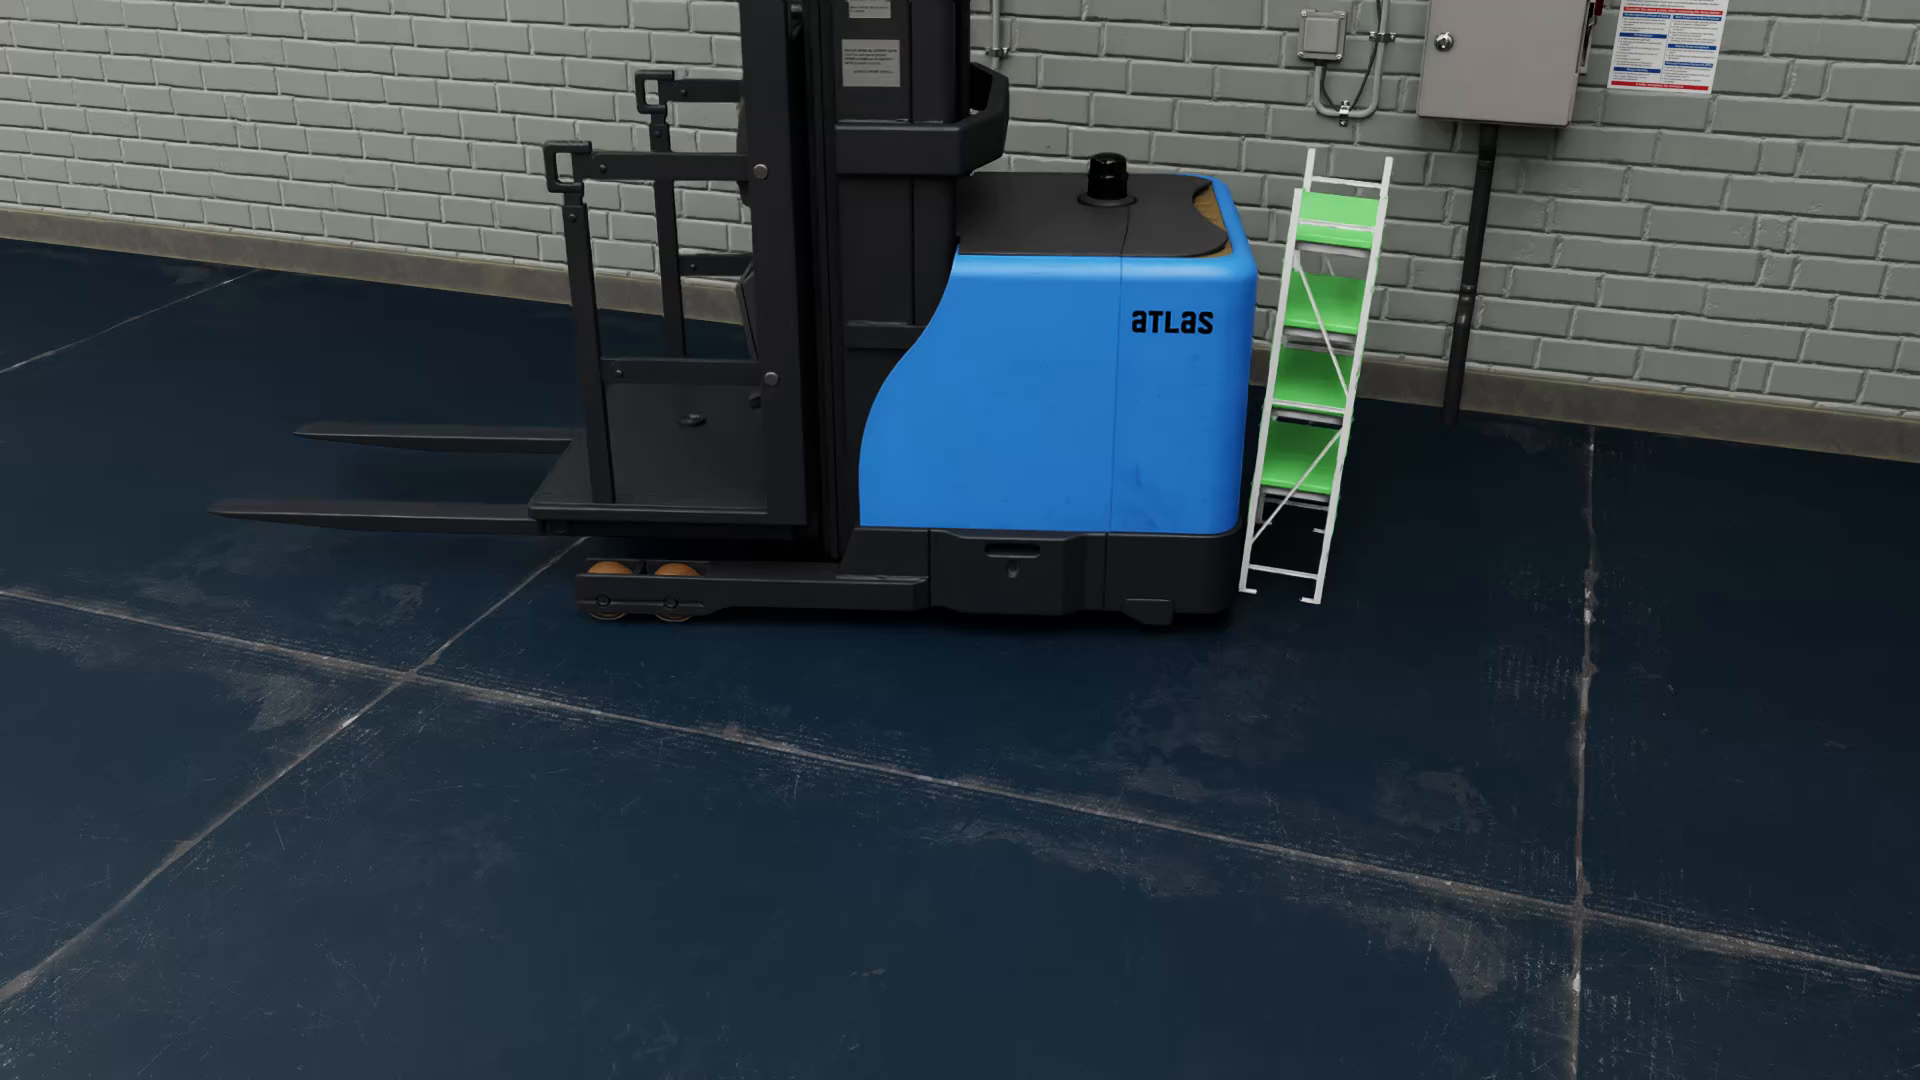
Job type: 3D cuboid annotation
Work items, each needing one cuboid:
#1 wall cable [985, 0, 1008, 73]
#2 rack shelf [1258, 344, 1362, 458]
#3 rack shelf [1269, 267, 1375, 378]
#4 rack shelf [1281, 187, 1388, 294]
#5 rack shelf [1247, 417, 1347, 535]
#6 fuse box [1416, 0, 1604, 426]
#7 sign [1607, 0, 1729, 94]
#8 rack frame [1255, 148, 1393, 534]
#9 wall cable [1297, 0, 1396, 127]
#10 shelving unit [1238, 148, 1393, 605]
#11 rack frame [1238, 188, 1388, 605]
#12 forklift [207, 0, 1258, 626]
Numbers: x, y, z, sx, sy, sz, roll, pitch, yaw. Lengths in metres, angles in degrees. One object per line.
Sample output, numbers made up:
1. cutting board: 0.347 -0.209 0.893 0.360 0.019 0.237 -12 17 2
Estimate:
1. wall cable: -0.110 -2.603 5.983 0.585 1.953 0.123 9 27 17
2. rack shelf: 1.027 -0.415 4.861 0.258 0.148 0.480 9 27 12
3. rack shelf: 1.039 -0.629 4.754 0.258 0.148 0.480 9 27 12
4. rack shelf: 1.051 -0.843 4.646 0.258 0.148 0.480 9 27 12
5. rack shelf: 1.015 -0.200 4.968 0.258 0.148 0.480 9 27 12
6. fuse box: 1.823 -1.187 5.739 0.539 1.711 0.414 9 27 17
7. sign: 2.357 -1.738 5.506 0.329 0.494 0.001 9 27 17
8. rack frame: 1.093 -0.575 5.045 0.240 1.200 0.015 9 27 12
9. wall cable: 1.232 -2.388 5.574 0.588 1.984 0.122 9 27 17
10. shelving unit: 1.030 -0.472 4.832 0.258 1.200 0.503 9 27 12
11. rack frame: 0.968 -0.369 4.620 0.240 1.200 0.015 9 27 12
12. forklift: -0.700 -1.311 4.595 3.031 2.935 1.130 1 26 3
